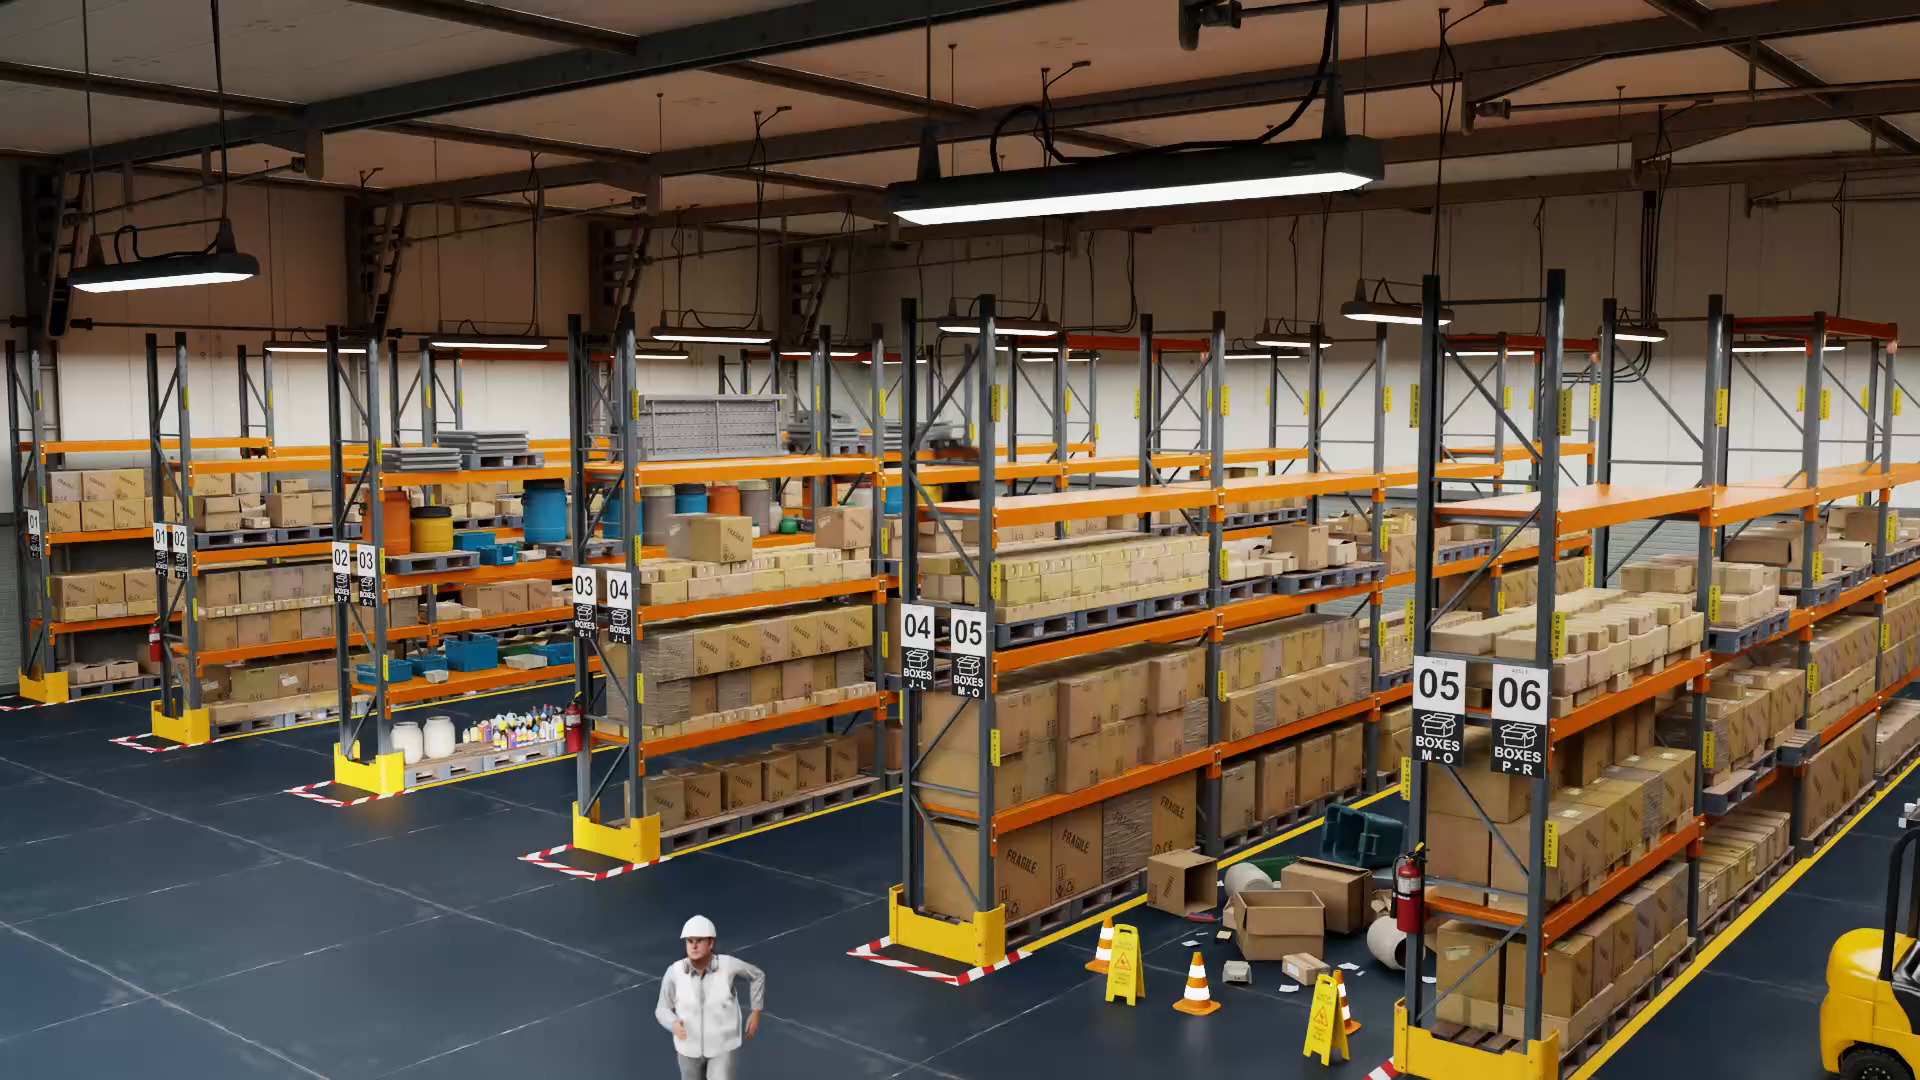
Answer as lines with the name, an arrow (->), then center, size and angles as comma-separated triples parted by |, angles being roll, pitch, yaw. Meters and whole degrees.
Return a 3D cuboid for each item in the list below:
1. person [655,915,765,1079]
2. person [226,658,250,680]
person -> -1.637, 3.305, 10.848 | 0.664, 1.753, 0.853 | 0, 5, 3
person -> -11.913, 1.906, 27.539 | 0.618, 1.612, 0.646 | 2, 6, 23
